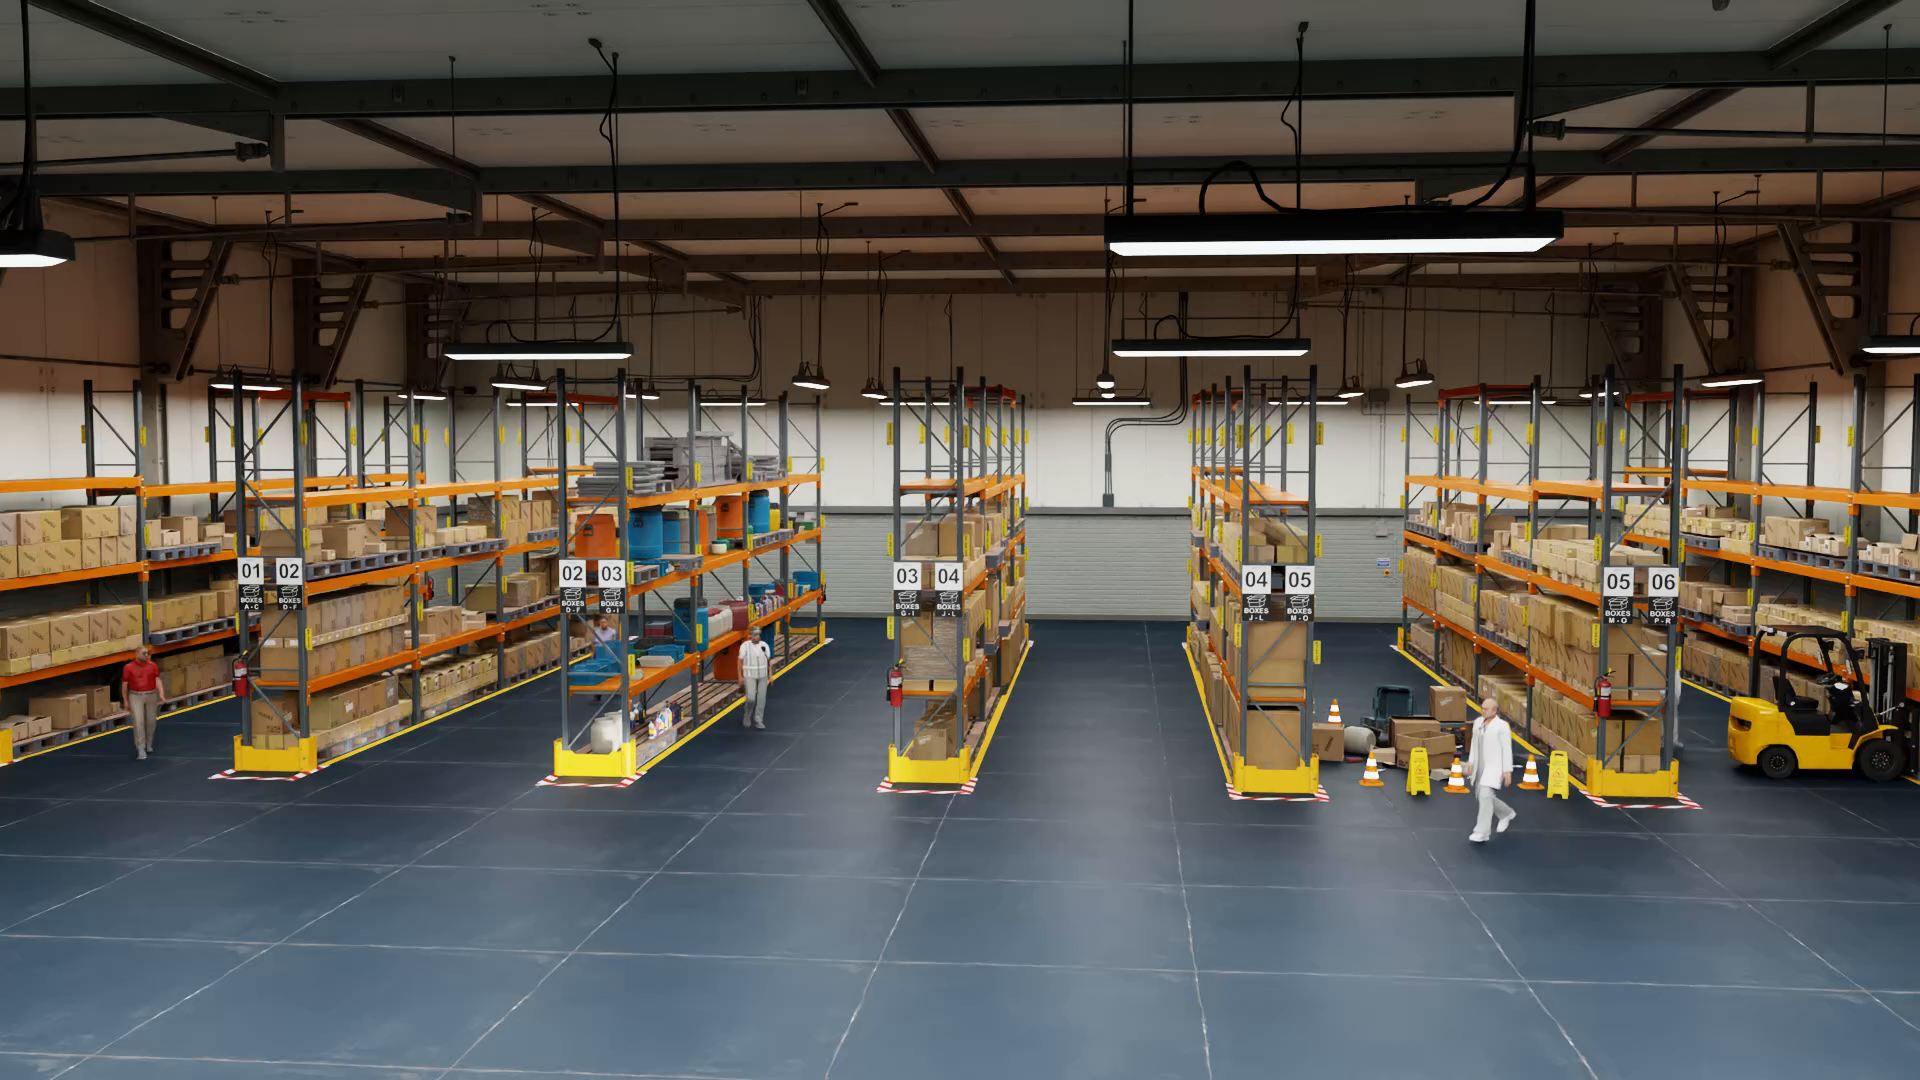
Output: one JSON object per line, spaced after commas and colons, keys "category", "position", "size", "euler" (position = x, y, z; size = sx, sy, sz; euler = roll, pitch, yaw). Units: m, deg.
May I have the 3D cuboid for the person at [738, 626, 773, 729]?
{"category": "person", "position": [-3.480, 2.347, 28.386], "size": [0.576, 1.746, 0.466], "euler": [-2, 4, -27]}

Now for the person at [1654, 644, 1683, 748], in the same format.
{"category": "person", "position": [11.314, 2.516, 26.667], "size": [0.509, 1.673, 0.516], "euler": [0, 4, 4]}

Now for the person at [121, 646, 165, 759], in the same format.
{"category": "person", "position": [-12.829, 2.544, 26.195], "size": [0.575, 1.725, 0.775], "euler": [-3, 5, -44]}

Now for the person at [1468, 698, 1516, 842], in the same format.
{"category": "person", "position": [6.636, 2.835, 20.708], "size": [0.908, 1.757, 0.662], "euler": [-2, 4, -24]}

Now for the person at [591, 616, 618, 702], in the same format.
{"category": "person", "position": [-6.745, 2.232, 31.566], "size": [0.514, 1.608, 0.880], "euler": [-1, 4, -9]}
